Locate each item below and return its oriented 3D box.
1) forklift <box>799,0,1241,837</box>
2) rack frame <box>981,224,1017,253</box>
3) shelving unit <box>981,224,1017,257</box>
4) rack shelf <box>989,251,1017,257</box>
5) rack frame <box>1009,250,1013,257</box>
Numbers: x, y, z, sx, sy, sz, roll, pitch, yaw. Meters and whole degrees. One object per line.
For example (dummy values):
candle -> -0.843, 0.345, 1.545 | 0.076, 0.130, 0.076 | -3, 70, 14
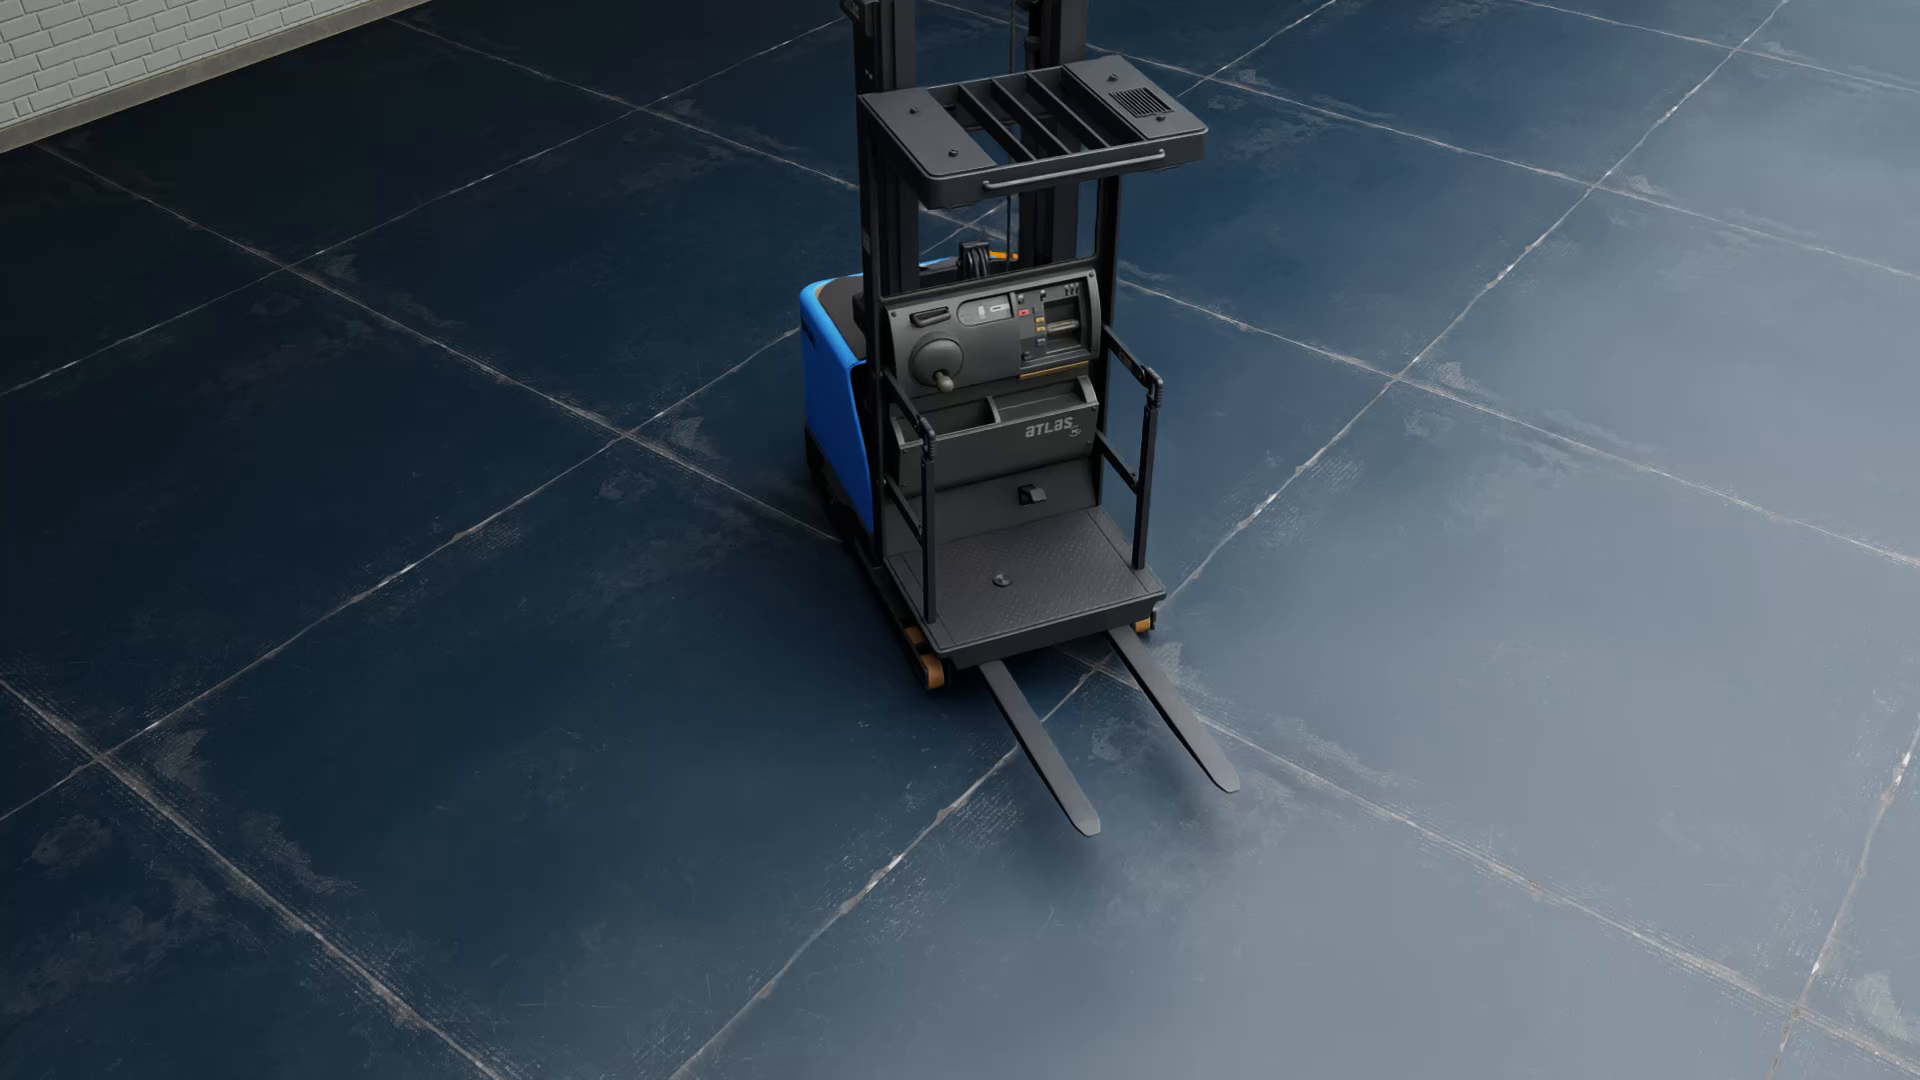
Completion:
forklift -> 0.232, -0.795, 6.748 | 1.130, 2.935, 3.031 | -14, 40, -17
rack frame -> 0.208, -1.178, 8.763 | 0.200, 1.050, 0.008 | 7, 38, 8
shelving unit -> 0.185, -1.104, 8.668 | 0.215, 1.050, 0.252 | 7, 38, 8
rack shelf -> 0.186, -1.321, 8.501 | 0.215, 0.259, 0.240 | 7, 38, 8
rack frame -> 0.162, -1.031, 8.573 | 0.200, 1.050, 0.008 | 7, 38, 8
